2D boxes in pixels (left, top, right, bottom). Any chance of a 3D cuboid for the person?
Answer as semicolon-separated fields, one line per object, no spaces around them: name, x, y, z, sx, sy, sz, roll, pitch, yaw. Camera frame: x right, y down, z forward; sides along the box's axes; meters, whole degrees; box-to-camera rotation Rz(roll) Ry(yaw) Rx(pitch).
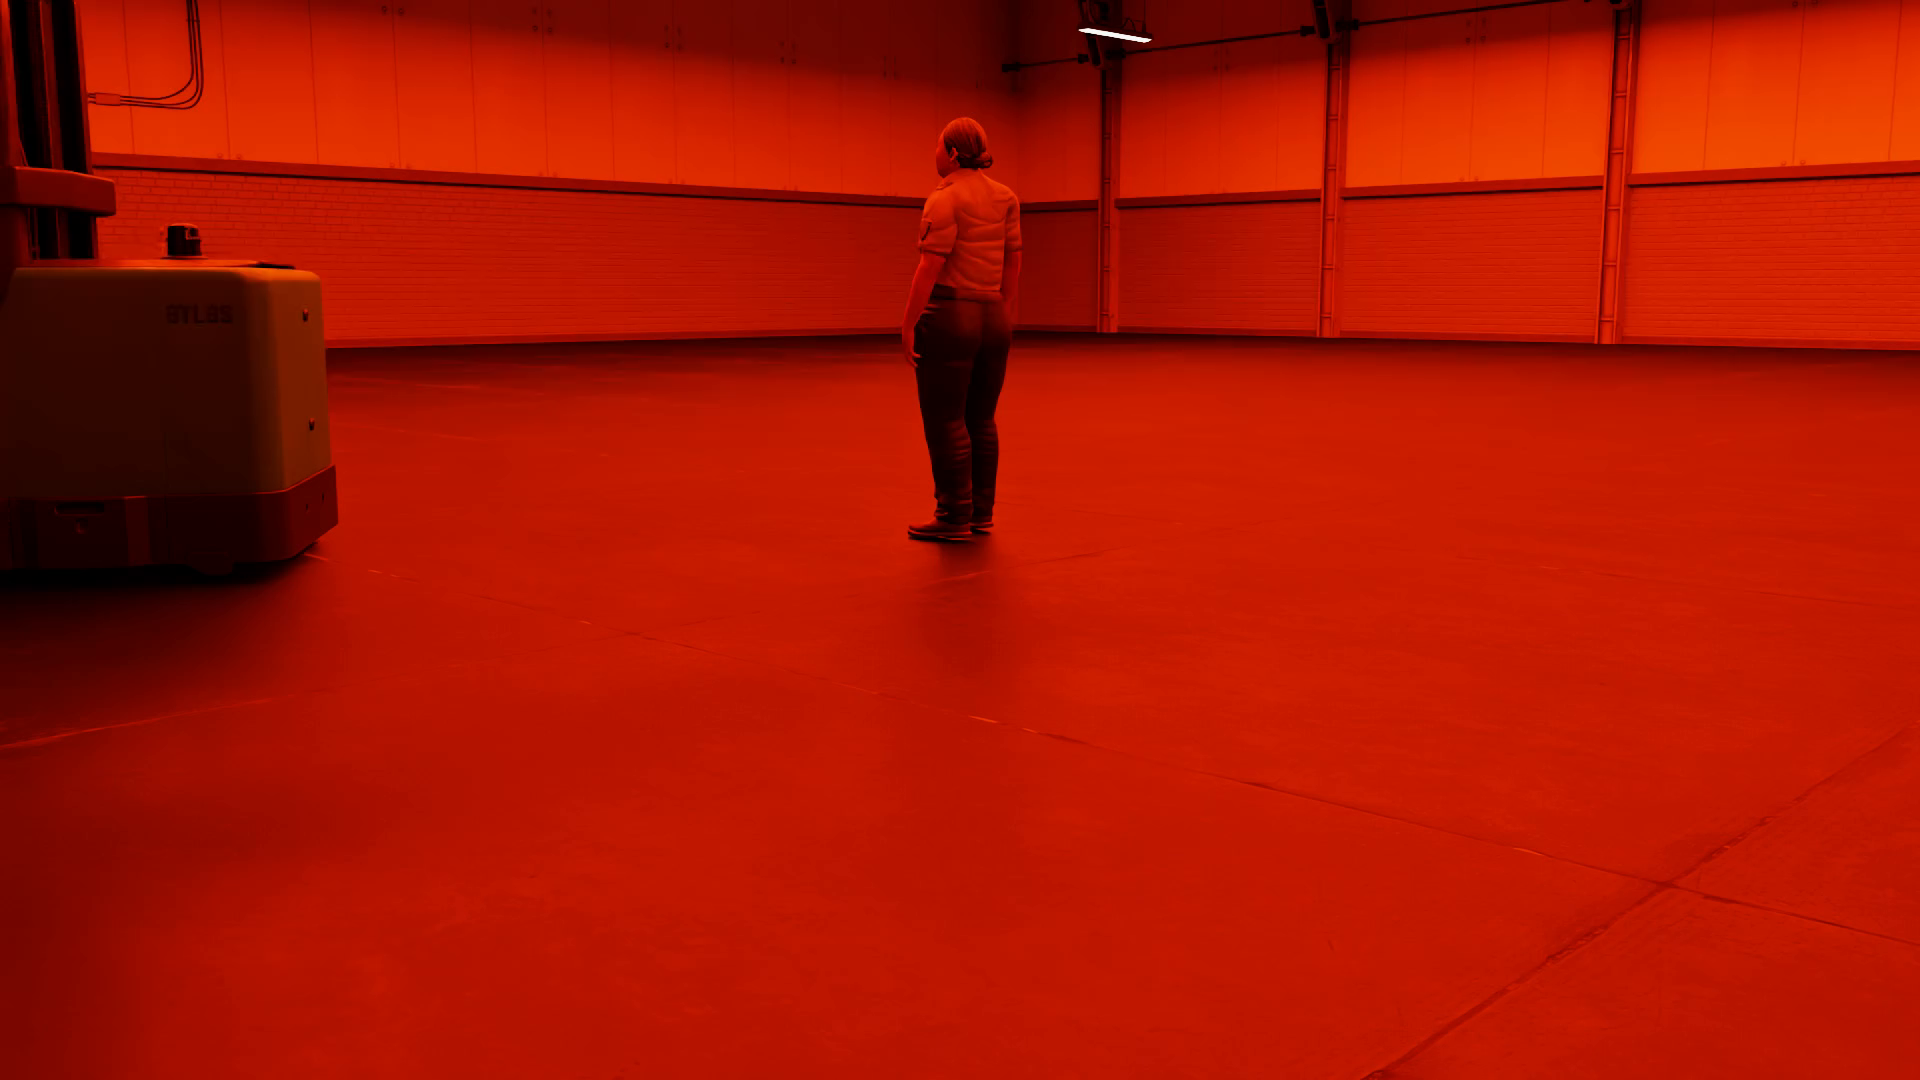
person;-0.049;-0.830;6.671;0.503;1.642;0.599;8;12;43

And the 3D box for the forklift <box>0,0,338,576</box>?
forklift;-3.907;-1.341;5.777;3.031;2.935;1.130;-2;9;-10
